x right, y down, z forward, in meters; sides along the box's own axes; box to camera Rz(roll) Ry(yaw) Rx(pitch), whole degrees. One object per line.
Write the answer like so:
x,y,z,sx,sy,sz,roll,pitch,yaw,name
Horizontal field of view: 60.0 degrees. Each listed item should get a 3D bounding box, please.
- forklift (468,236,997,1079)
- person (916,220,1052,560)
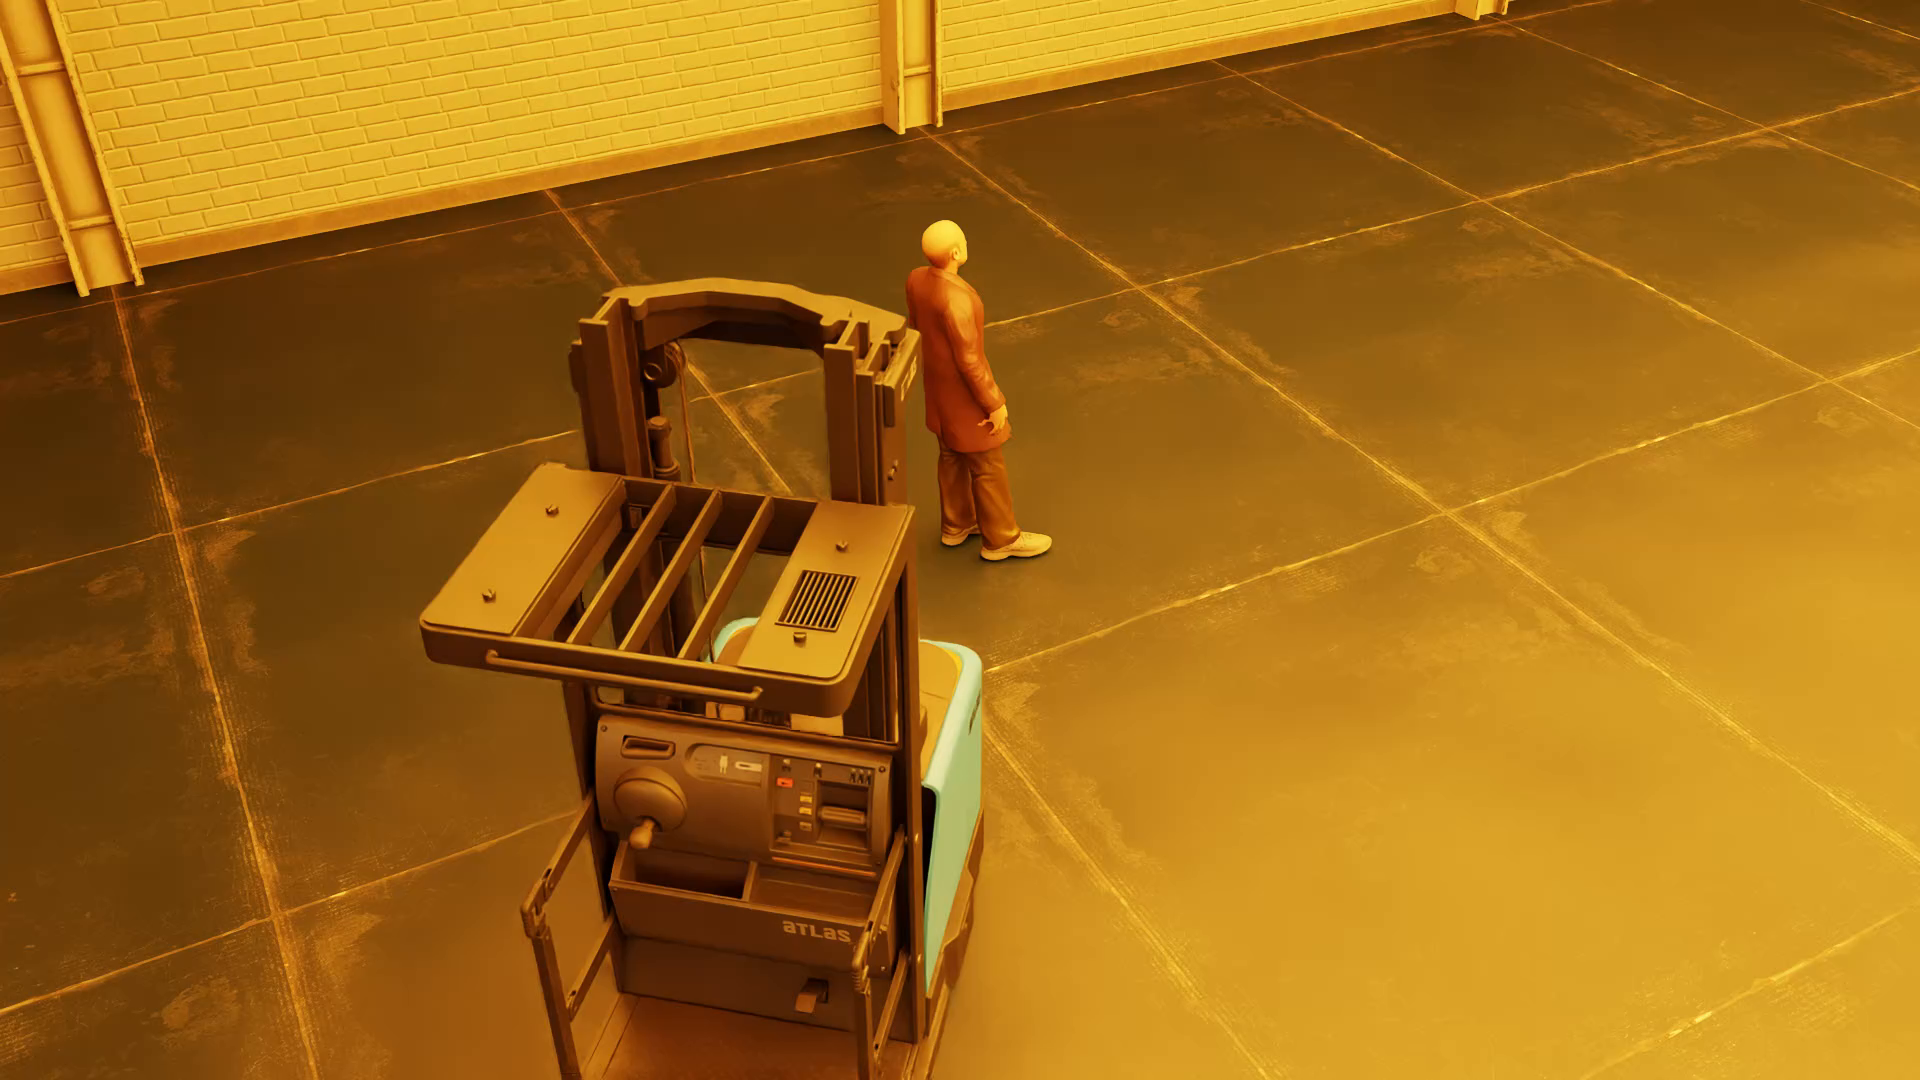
-0.654,0.697,5.136,1.130,2.935,3.031,7,36,10,forklift
0.083,-0.754,8.177,0.580,1.777,0.695,-17,39,-23,person
